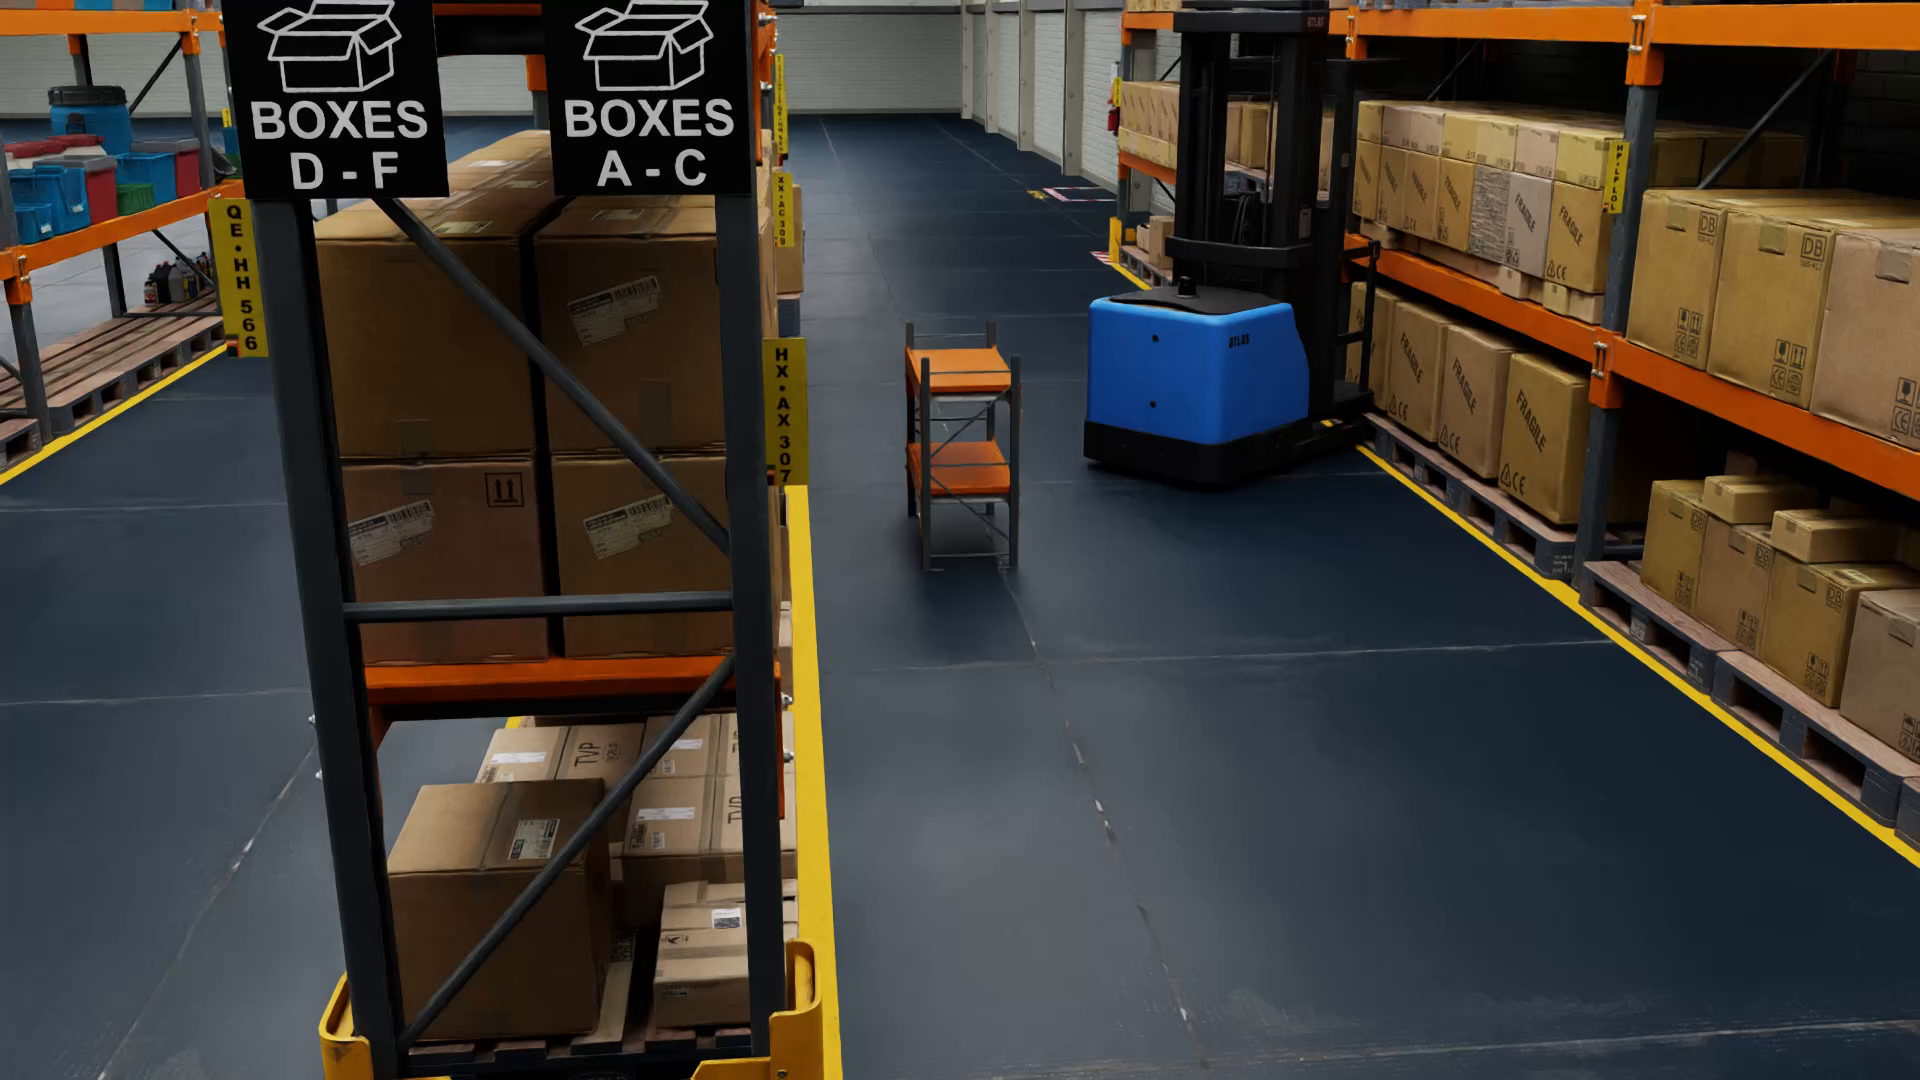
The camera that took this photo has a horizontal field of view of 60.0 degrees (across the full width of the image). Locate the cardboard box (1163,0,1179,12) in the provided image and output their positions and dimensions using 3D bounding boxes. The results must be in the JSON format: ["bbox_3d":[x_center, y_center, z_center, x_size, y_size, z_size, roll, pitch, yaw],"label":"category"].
[{"bbox_3d":[2.337,-5.521,16.546,0.500,0.500,0.500,-2,18,-8],"label":"cardboard box"}]

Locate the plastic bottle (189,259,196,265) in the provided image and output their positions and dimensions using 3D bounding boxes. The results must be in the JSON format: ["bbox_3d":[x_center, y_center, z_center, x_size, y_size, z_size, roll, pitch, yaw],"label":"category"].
[{"bbox_3d":[-7.553,-2.626,16.355,0.097,0.271,0.097,0,17,0],"label":"plastic bottle"}]

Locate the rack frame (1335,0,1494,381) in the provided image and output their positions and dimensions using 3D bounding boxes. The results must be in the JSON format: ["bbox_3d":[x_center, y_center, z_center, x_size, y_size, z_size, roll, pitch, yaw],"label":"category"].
[{"bbox_3d":[3.182,-2.383,11.759,1.000,3.000,0.127,-2,18,-6],"label":"rack frame"}]

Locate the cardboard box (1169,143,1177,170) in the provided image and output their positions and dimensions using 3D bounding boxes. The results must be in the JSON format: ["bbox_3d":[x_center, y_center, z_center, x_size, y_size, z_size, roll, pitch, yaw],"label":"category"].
[{"bbox_3d":[2.376,-3.793,16.467,0.500,0.250,0.500,-2,18,-5],"label":"cardboard box"}]

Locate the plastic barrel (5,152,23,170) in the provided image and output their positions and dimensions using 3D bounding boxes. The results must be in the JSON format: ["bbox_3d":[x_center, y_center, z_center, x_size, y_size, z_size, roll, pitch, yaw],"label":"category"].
[{"bbox_3d":[-7.034,-2.555,12.122,0.421,0.512,0.421,0,17,0],"label":"plastic barrel"}]

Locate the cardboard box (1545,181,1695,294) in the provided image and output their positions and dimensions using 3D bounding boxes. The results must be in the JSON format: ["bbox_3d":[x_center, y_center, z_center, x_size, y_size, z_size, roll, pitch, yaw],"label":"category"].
[{"bbox_3d":[3.296,-1.520,8.313,0.500,0.500,0.500,-2,18,-7],"label":"cardboard box"}]

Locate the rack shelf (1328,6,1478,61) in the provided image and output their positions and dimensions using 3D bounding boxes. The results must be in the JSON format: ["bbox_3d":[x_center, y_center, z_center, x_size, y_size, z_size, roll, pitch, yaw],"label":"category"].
[{"bbox_3d":[2.976,-4.066,13.315,1.077,0.370,4.000,-2,18,-6],"label":"rack shelf"}]

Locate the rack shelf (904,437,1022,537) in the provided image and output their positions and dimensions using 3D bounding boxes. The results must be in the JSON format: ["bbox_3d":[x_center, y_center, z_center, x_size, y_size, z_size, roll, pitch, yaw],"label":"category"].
[{"bbox_3d":[0.001,-0.301,9.075,0.538,0.278,1.000,-2,18,-6],"label":"rack shelf"}]

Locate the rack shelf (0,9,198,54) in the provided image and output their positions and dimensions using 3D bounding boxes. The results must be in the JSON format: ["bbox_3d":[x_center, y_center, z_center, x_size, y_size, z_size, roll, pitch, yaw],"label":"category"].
[{"bbox_3d":[-6.878,-3.760,12.340,1.077,0.370,4.000,-2,18,-6],"label":"rack shelf"}]

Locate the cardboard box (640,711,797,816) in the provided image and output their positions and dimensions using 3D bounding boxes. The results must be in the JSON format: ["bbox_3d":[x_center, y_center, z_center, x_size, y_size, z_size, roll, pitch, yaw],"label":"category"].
[{"bbox_3d":[-0.797,0.788,5.515,0.500,0.250,0.500,-2,18,-6],"label":"cardboard box"}]

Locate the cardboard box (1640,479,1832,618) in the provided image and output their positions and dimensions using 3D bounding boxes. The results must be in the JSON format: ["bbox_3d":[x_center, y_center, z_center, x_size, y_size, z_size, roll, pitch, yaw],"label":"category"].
[{"bbox_3d":[3.570,0.027,7.554,0.700,0.500,0.500,-2,17,-5],"label":"cardboard box"}]

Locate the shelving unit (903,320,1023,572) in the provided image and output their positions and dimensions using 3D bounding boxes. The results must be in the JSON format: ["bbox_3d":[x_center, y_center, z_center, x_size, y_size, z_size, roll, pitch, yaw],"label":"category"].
[{"bbox_3d":[0.001,-0.535,9.002,0.538,1.125,1.048,-2,18,-6],"label":"shelving unit"}]

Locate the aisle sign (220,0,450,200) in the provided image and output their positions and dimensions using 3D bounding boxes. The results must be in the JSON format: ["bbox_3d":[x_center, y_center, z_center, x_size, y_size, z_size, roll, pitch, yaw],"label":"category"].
[{"bbox_3d":[-1.217,-1.056,3.191,0.394,0.787,0.004,-2,18,-6],"label":"aisle sign"}]

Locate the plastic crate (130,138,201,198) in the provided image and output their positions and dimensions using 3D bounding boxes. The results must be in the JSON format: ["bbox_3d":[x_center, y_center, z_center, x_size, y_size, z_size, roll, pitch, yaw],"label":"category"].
[{"bbox_3d":[-6.730,-3.164,14.141,0.402,0.464,0.583,-2,18,-6],"label":"plastic crate"}]

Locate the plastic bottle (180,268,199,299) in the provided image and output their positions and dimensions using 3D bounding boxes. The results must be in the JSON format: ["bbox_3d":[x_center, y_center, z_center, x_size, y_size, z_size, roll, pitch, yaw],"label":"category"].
[{"bbox_3d":[-7.313,-2.431,15.725,0.152,0.276,0.135,-2,18,-6],"label":"plastic bottle"}]

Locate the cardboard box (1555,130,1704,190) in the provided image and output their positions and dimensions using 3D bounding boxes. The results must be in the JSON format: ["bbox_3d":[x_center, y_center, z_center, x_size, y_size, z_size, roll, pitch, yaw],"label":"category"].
[{"bbox_3d":[3.292,-1.879,8.206,0.500,0.250,0.500,-1,17,-4],"label":"cardboard box"}]

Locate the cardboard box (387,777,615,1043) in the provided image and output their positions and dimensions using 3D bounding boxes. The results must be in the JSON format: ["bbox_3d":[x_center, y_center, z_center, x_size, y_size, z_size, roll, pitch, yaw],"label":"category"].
[{"bbox_3d":[-1.221,0.983,4.476,0.500,0.500,0.500,-2,18,-6],"label":"cardboard box"}]

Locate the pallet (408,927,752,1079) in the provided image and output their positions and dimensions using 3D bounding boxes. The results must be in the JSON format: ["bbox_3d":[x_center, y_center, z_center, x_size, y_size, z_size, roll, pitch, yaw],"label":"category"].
[{"bbox_3d":[-1.011,1.225,4.922,1.003,0.211,1.213,-2,18,-6],"label":"pallet"}]

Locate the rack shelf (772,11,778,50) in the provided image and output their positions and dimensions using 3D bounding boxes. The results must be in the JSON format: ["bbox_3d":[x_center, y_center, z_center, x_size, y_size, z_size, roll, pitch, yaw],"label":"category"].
[{"bbox_3d":[-1.951,-3.912,12.824,1.077,0.370,4.000,-2,18,-6],"label":"rack shelf"}]

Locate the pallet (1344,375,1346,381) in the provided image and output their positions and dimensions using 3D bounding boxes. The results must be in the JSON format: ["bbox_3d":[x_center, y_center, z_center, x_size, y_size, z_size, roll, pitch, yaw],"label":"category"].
[{"bbox_3d":[3.103,-1.285,12.918,1.003,0.211,1.213,-2,18,-6],"label":"pallet"}]

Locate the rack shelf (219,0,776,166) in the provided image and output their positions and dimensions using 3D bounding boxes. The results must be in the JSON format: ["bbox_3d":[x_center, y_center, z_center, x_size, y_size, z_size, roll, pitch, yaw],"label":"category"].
[{"bbox_3d":[-1.126,-1.529,5.232,1.077,0.370,4.000,-2,18,-6],"label":"rack shelf"}]

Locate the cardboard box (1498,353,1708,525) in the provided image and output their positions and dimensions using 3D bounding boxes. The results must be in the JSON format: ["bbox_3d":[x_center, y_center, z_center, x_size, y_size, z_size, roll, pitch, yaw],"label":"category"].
[{"bbox_3d":[3.398,-0.555,8.826,0.750,0.750,0.750,-2,17,-5],"label":"cardboard box"}]

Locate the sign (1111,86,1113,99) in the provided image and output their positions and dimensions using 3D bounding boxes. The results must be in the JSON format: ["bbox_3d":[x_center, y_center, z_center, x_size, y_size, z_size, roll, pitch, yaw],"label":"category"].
[{"bbox_3d":[2.499,-7.294,27.344,0.001,0.329,0.234,-2,18,-6],"label":"sign"}]

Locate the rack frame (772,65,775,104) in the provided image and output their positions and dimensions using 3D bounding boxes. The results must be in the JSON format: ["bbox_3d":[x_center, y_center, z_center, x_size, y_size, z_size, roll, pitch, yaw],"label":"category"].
[{"bbox_3d":[-2.157,-3.420,15.064,1.000,3.000,0.127,-2,18,-6],"label":"rack frame"}]

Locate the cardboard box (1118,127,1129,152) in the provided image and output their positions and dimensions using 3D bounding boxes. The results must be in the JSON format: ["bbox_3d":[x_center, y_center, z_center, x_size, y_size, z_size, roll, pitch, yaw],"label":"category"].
[{"bbox_3d":[2.092,-4.549,18.876,0.500,0.250,0.500,-2,18,-7],"label":"cardboard box"}]

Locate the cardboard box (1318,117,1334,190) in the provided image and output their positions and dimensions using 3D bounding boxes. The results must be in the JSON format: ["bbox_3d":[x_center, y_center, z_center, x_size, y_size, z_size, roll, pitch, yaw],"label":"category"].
[{"bbox_3d":[3.039,-2.946,12.651,0.700,0.500,0.500,-3,18,-11],"label":"cardboard box"}]

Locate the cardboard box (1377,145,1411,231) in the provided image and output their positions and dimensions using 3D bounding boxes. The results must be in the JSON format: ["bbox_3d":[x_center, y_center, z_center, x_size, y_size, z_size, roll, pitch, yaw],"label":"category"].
[{"bbox_3d":[3.023,-2.273,10.712,0.500,0.500,0.500,-1,17,-4],"label":"cardboard box"}]

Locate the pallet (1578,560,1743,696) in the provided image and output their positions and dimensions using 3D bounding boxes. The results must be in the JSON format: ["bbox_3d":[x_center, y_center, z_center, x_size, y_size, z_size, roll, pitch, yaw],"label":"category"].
[{"bbox_3d":[3.595,0.368,7.651,1.003,0.211,1.213,-2,18,-6],"label":"pallet"}]

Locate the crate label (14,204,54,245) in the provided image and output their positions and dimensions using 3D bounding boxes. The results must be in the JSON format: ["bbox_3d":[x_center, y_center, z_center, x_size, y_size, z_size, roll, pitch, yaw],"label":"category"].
[{"bbox_3d":[-6.343,-2.134,11.246,0.303,0.233,0.416,-2,18,-6],"label":"crate label"}]

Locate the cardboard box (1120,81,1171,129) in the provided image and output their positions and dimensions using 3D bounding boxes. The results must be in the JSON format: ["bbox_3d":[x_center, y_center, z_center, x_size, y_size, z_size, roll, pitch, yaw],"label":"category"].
[{"bbox_3d":[2.107,-4.910,18.775,0.500,0.500,0.500,-2,18,-6],"label":"cardboard box"}]

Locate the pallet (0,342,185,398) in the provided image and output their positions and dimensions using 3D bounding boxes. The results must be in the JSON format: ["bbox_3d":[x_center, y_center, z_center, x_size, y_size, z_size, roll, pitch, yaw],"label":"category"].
[{"bbox_3d":[-6.836,-1.341,13.096,1.003,0.211,1.213,-2,18,-6],"label":"pallet"}]

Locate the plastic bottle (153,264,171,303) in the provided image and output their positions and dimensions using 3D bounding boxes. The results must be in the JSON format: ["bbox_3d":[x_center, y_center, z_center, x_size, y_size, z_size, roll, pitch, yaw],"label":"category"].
[{"bbox_3d":[-7.438,-2.397,15.493,0.144,0.351,0.185,-2,18,-7],"label":"plastic bottle"}]

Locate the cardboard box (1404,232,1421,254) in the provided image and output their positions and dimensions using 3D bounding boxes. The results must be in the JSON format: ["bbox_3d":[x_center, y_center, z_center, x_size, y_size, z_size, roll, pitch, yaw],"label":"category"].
[{"bbox_3d":[3.095,-1.939,10.731,0.380,0.149,0.250,-2,18,-6],"label":"cardboard box"}]

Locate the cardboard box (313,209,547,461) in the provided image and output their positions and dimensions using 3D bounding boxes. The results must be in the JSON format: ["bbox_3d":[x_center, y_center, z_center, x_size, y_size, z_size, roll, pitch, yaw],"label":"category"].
[{"bbox_3d":[-1.239,-0.494,3.906,0.500,0.500,0.500,-2,18,-6],"label":"cardboard box"}]

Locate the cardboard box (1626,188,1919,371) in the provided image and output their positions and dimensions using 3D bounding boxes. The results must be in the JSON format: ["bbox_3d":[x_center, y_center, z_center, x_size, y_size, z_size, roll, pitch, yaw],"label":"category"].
[{"bbox_3d":[3.635,-1.172,7.401,0.980,0.700,0.700,-2,17,-5],"label":"cardboard box"}]

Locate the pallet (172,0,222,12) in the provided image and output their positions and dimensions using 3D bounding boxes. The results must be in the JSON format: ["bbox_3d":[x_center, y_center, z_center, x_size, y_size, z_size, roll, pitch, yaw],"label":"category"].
[{"bbox_3d":[-7.256,-4.821,14.834,1.213,0.211,1.003,-2,18,-6],"label":"pallet"}]

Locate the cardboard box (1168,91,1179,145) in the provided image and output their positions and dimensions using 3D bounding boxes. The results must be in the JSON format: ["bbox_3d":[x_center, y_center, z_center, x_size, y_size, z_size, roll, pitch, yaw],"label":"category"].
[{"bbox_3d":[2.356,-4.150,16.353,0.500,0.500,0.500,-2,18,-6],"label":"cardboard box"}]

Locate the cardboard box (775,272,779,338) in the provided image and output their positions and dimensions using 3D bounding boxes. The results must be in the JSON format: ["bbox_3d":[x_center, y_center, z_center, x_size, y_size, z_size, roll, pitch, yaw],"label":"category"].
[{"bbox_3d":[-0.971,-0.790,6.519,0.500,0.500,0.500,-1,17,-4],"label":"cardboard box"}]

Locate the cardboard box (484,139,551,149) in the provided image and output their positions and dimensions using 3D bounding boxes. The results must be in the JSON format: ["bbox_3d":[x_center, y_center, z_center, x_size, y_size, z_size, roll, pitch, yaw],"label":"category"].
[{"bbox_3d":[-1.510,-1.259,6.343,0.500,0.500,0.500,-2,18,-7],"label":"cardboard box"}]

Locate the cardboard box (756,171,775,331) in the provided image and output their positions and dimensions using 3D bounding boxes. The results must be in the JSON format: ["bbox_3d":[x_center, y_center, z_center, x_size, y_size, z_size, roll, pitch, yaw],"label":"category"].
[{"bbox_3d":[-0.811,-0.815,4.929,0.500,0.500,0.500,-2,17,-5],"label":"cardboard box"}]

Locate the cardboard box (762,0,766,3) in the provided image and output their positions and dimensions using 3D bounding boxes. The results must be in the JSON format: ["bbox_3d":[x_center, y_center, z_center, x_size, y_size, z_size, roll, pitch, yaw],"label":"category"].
[{"bbox_3d":[-0.916,-1.962,5.660,0.500,0.250,0.500,-2,18,-6],"label":"cardboard box"}]

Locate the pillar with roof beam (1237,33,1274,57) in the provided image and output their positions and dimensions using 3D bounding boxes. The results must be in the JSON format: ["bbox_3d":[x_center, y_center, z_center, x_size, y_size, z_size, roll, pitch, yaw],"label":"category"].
[{"bbox_3d":[-0.992,-7.314,17.449,9.100,9.000,0.400,-2,18,-6],"label":"pillar with roof beam"}]

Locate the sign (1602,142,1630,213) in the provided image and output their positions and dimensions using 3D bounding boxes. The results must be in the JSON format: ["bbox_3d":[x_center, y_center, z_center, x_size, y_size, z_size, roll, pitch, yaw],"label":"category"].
[{"bbox_3d":[3.056,-1.686,7.739,0.100,0.325,0.005,-2,18,-6],"label":"sign"}]

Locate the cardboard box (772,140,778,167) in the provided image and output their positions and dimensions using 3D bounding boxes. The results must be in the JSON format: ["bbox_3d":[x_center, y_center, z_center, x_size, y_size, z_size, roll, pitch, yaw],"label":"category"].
[{"bbox_3d":[-1.568,-2.292,10.603,0.700,0.500,0.500,-8,19,-24],"label":"cardboard box"}]

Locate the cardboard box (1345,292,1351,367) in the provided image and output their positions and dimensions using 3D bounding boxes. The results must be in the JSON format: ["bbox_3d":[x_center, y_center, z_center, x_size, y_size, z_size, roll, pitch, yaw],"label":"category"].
[{"bbox_3d":[3.056,-1.613,12.745,0.700,0.500,0.500,-2,17,-5],"label":"cardboard box"}]

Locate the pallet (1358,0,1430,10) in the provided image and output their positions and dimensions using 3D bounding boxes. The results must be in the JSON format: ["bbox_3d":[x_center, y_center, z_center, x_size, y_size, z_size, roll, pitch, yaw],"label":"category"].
[{"bbox_3d":[3.301,-3.534,10.732,1.213,0.211,1.003,-1,17,-3],"label":"pallet"}]

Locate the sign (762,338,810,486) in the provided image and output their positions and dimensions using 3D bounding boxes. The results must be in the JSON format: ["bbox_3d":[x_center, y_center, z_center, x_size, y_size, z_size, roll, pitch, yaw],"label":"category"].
[{"bbox_3d":[-0.380,-0.275,3.600,0.100,0.325,0.005,-2,18,-6],"label":"sign"}]

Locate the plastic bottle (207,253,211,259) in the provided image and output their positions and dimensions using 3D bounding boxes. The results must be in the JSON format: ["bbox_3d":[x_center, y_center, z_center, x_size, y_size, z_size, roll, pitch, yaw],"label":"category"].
[{"bbox_3d":[-7.620,-2.818,16.967,0.097,0.271,0.097,0,17,0],"label":"plastic bottle"}]

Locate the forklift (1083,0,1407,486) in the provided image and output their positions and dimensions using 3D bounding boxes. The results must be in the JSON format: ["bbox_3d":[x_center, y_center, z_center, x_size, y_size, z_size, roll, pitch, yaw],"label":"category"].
[{"bbox_3d":[2.163,-2.095,10.956,1.130,2.935,3.031,16,23,41],"label":"forklift"}]

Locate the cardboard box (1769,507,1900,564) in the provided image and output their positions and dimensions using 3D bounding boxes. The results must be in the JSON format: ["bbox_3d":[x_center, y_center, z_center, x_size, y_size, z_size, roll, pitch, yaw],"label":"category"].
[{"bbox_3d":[3.478,-0.019,6.619,0.380,0.149,0.250,-2,18,-7],"label":"cardboard box"}]

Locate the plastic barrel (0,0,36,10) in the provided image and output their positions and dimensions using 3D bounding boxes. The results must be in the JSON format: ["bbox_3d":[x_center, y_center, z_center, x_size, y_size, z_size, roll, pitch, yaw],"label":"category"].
[{"bbox_3d":[-6.541,-3.998,11.060,0.600,0.901,0.600,0,17,0],"label":"plastic barrel"}]

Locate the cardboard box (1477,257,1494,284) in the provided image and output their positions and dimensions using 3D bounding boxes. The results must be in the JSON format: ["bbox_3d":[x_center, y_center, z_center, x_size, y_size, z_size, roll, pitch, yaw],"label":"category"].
[{"bbox_3d":[3.191,-1.552,9.500,0.380,0.149,0.250,-2,18,-7],"label":"cardboard box"}]

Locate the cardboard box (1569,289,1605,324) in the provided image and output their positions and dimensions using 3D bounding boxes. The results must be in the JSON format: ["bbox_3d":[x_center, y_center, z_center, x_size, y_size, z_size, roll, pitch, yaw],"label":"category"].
[{"bbox_3d":[3.278,-1.173,8.290,0.380,0.149,0.250,-2,18,-5],"label":"cardboard box"}]
